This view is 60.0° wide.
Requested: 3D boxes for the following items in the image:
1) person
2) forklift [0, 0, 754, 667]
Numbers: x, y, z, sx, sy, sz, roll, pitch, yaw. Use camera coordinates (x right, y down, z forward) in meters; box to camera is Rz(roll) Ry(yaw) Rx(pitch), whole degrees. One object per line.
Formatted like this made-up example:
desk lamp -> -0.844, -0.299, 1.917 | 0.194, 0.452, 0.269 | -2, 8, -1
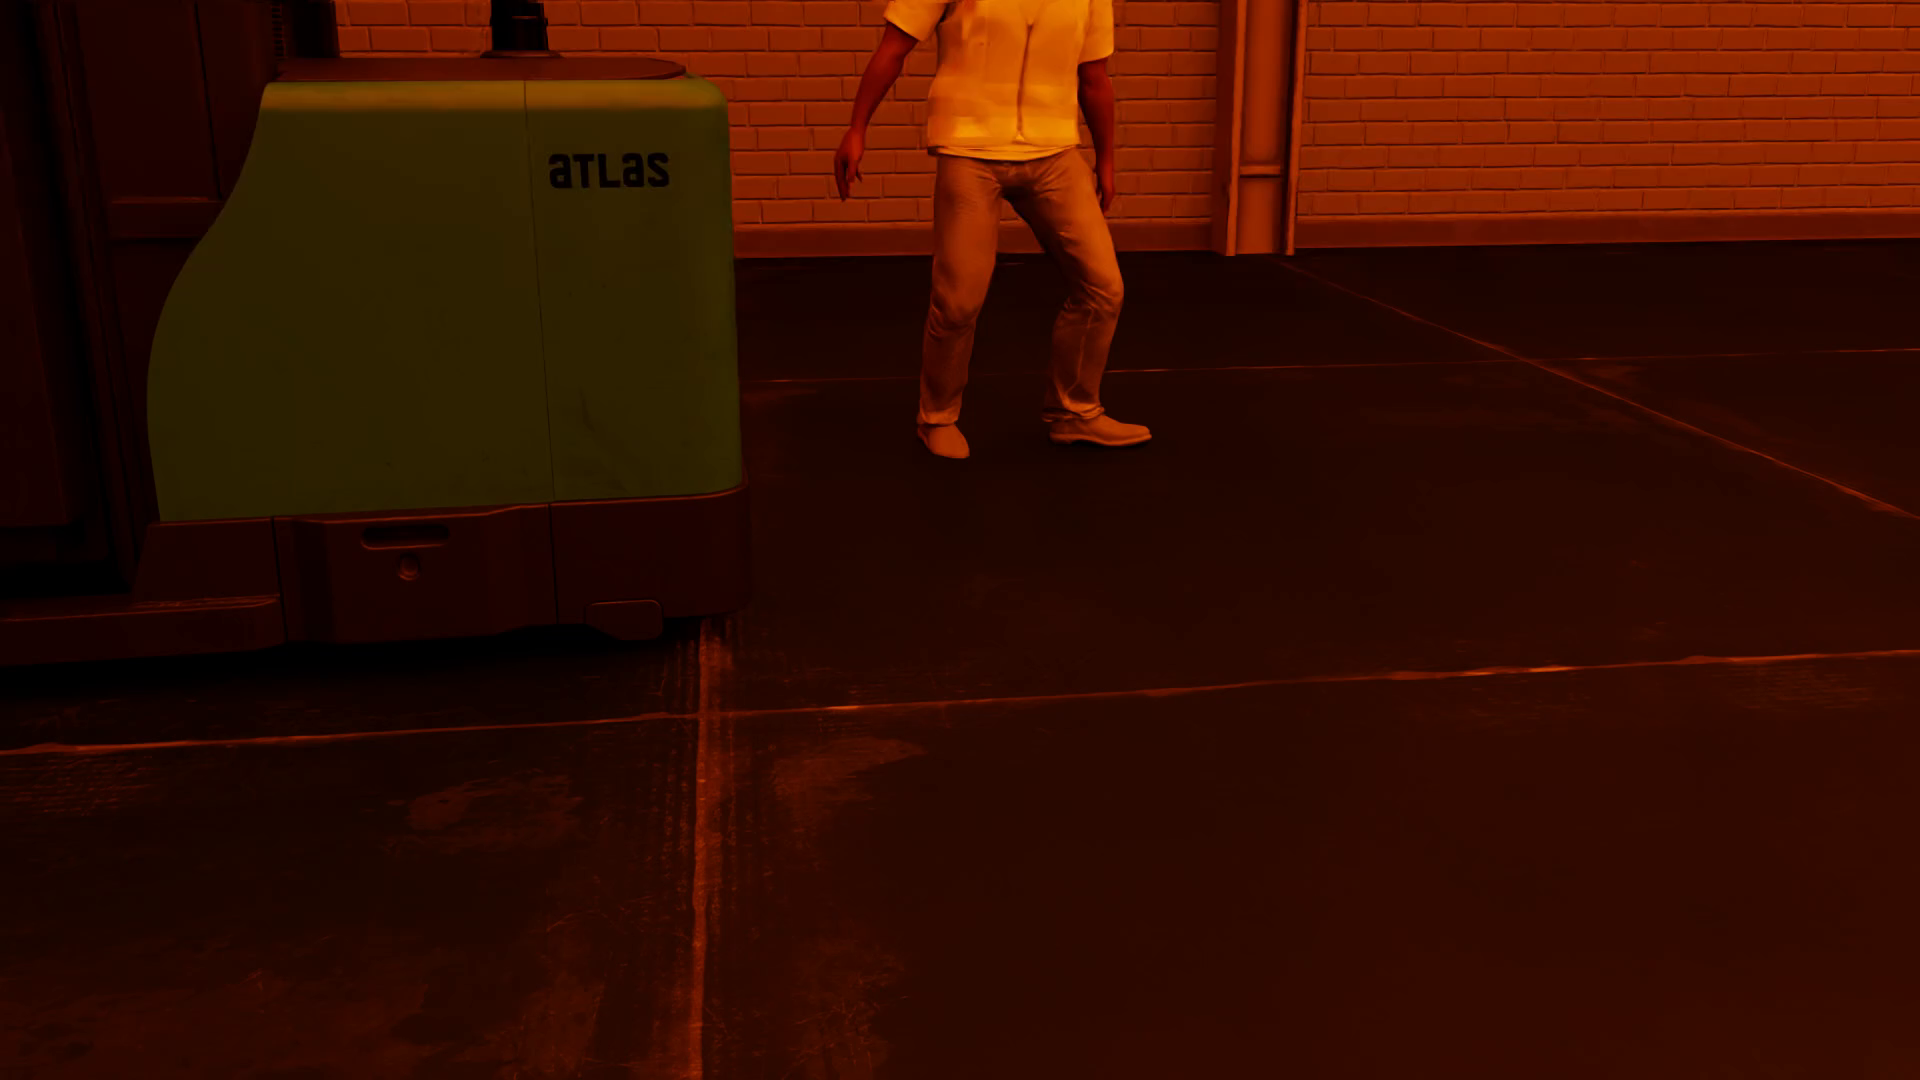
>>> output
person -> 0.108, -1.059, 4.584 | 0.903, 1.737, 0.481 | -5, 17, -15
forklift -> -1.983, -1.256, 3.056 | 3.031, 2.935, 1.130 | -3, 17, -11
